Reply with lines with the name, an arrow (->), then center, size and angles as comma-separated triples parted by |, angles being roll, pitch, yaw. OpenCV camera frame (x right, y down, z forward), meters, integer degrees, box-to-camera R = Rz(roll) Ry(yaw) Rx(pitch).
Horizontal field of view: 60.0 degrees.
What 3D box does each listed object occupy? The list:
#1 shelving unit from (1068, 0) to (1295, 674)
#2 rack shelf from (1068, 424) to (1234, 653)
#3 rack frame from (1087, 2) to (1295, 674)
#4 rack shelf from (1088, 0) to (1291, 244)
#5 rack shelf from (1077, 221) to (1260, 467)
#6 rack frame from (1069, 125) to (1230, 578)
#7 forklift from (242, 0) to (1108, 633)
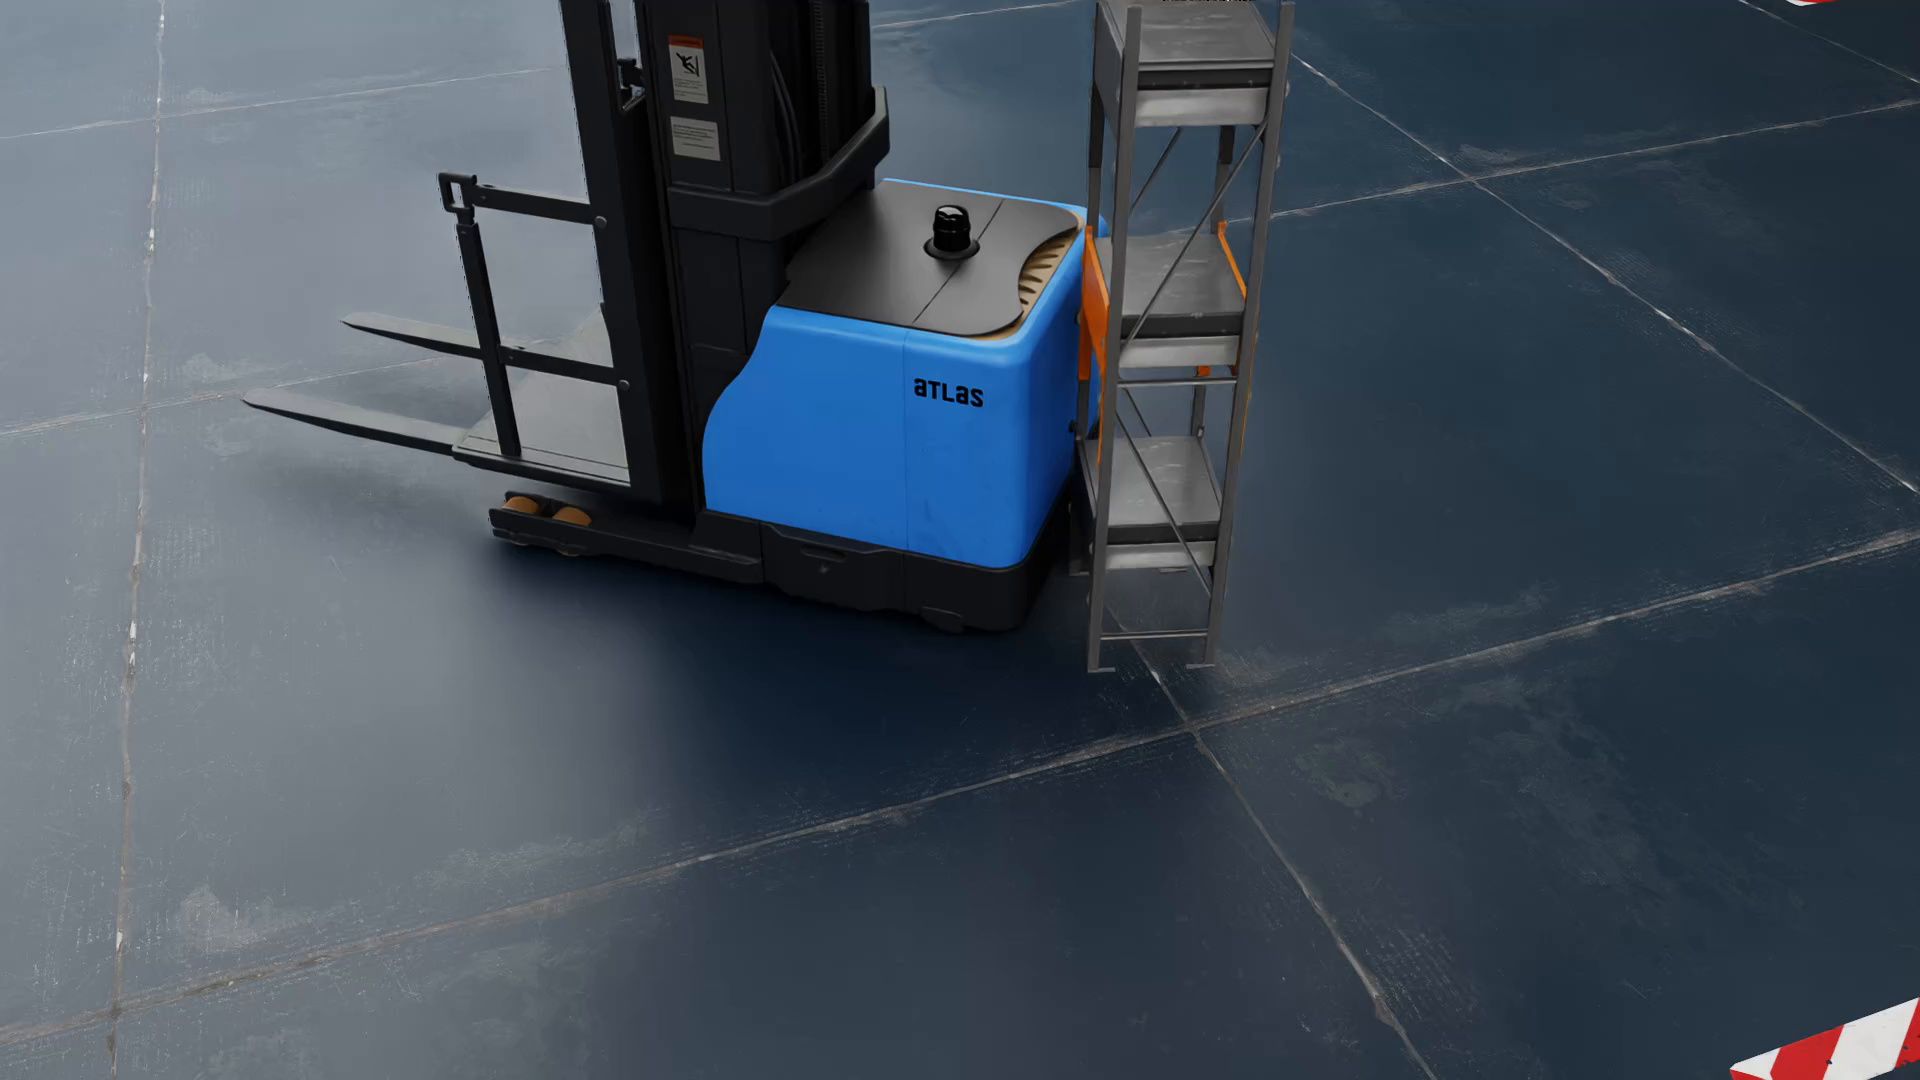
shelving unit -> 0.581, -0.578, 4.772 | 0.431, 2.100, 0.503 | -2, 37, -3
rack shelf -> 0.581, -0.008, 5.201 | 0.431, 0.518, 0.480 | -2, 37, -3
rack frame -> 0.597, -0.431, 4.577 | 0.400, 2.100, 0.015 | -2, 37, -3
rack shelf -> 0.581, -1.126, 4.359 | 0.431, 0.518, 0.480 | -2, 37, -3
rack shelf -> 0.581, -0.567, 4.780 | 0.431, 0.518, 0.480 | -2, 37, -3
rack frame -> 0.565, -0.724, 4.966 | 0.400, 2.100, 0.015 | -2, 37, -3
forklift -> -1.081, -1.401, 5.174 | 3.031, 2.935, 1.130 | 12, 39, 15
